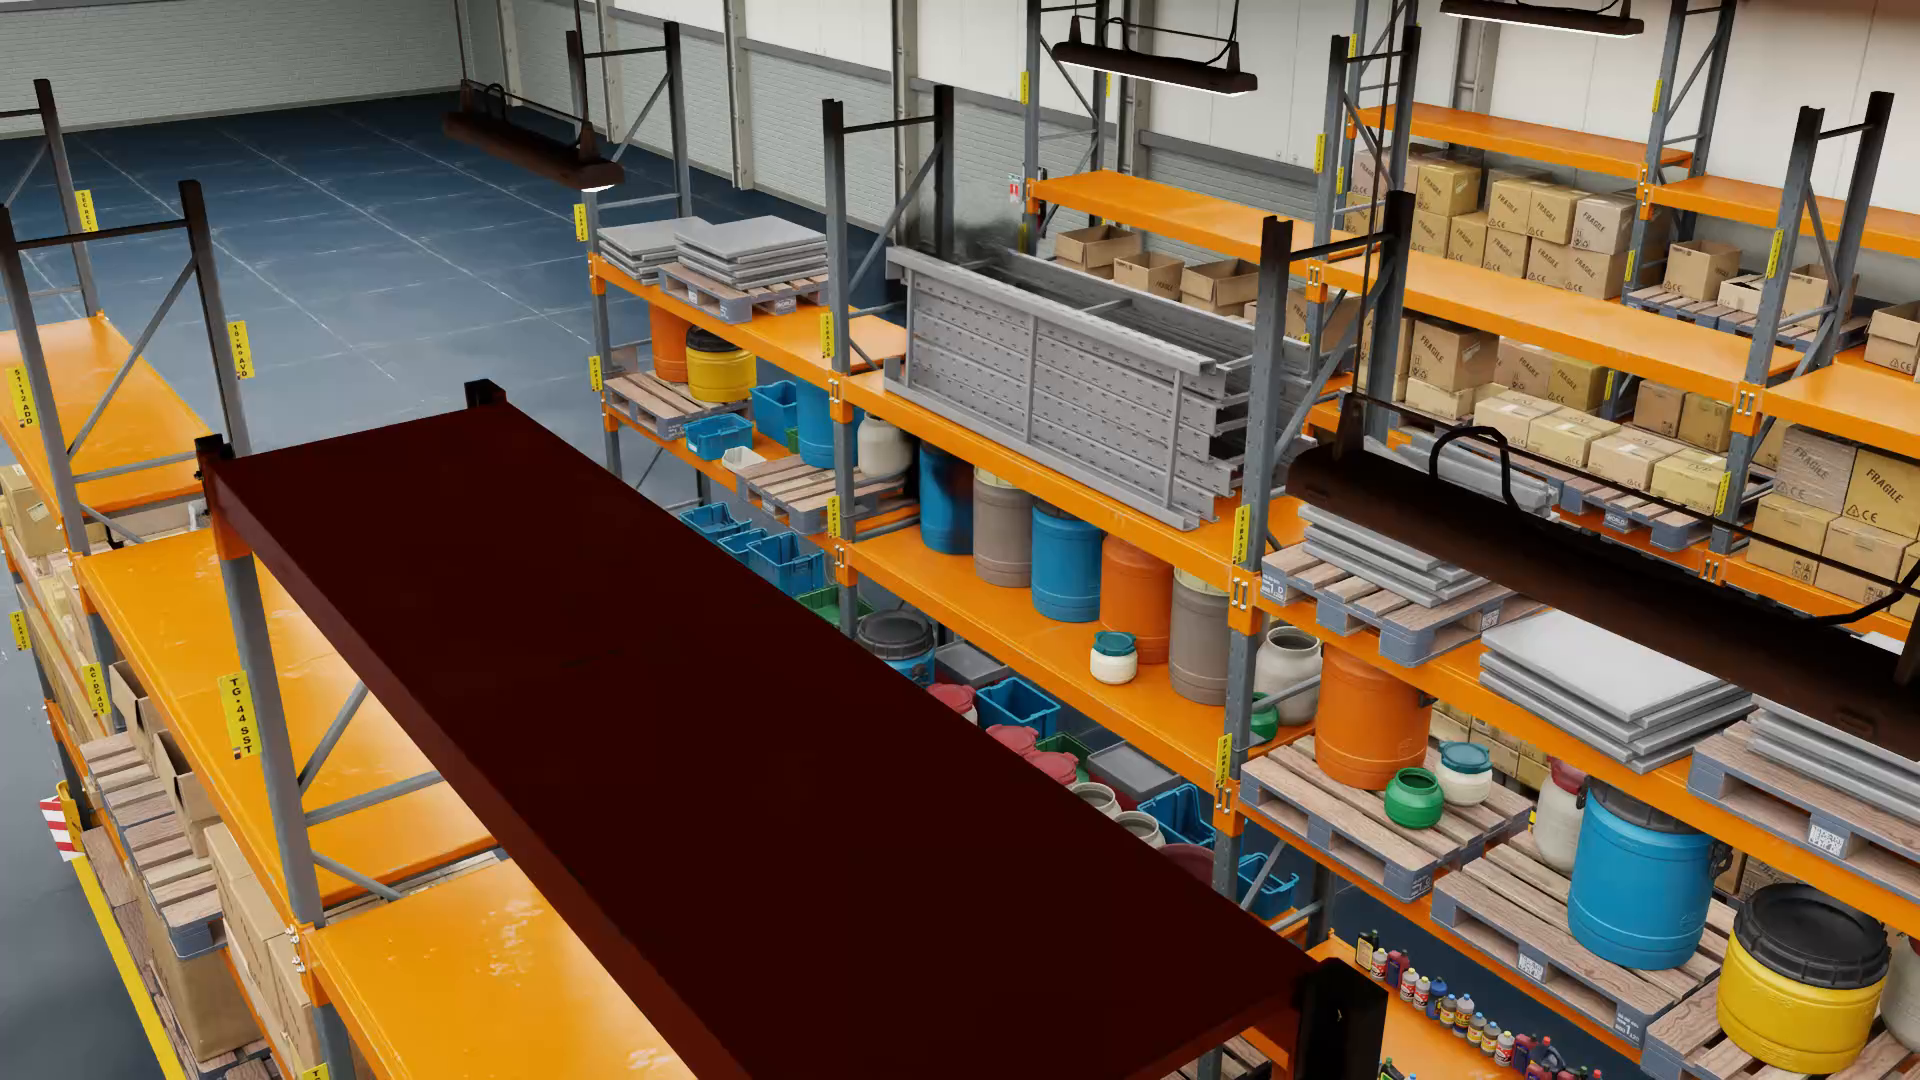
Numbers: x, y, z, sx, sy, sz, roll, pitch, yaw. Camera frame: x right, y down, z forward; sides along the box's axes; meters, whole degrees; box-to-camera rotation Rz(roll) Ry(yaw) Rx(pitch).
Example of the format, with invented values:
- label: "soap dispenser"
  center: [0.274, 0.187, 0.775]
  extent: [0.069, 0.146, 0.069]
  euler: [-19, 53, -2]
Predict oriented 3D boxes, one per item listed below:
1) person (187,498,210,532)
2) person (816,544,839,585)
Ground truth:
- label: "person"
  center: [-7.703, 0.137, 16.977]
  extent: [0.924, 1.495, 0.519]
  euler: [-6, 25, -12]
- label: "person"
  center: [-1.316, 0.042, 16.914]
  extent: [0.631, 1.677, 0.617]
  euler: [20, 31, 37]
